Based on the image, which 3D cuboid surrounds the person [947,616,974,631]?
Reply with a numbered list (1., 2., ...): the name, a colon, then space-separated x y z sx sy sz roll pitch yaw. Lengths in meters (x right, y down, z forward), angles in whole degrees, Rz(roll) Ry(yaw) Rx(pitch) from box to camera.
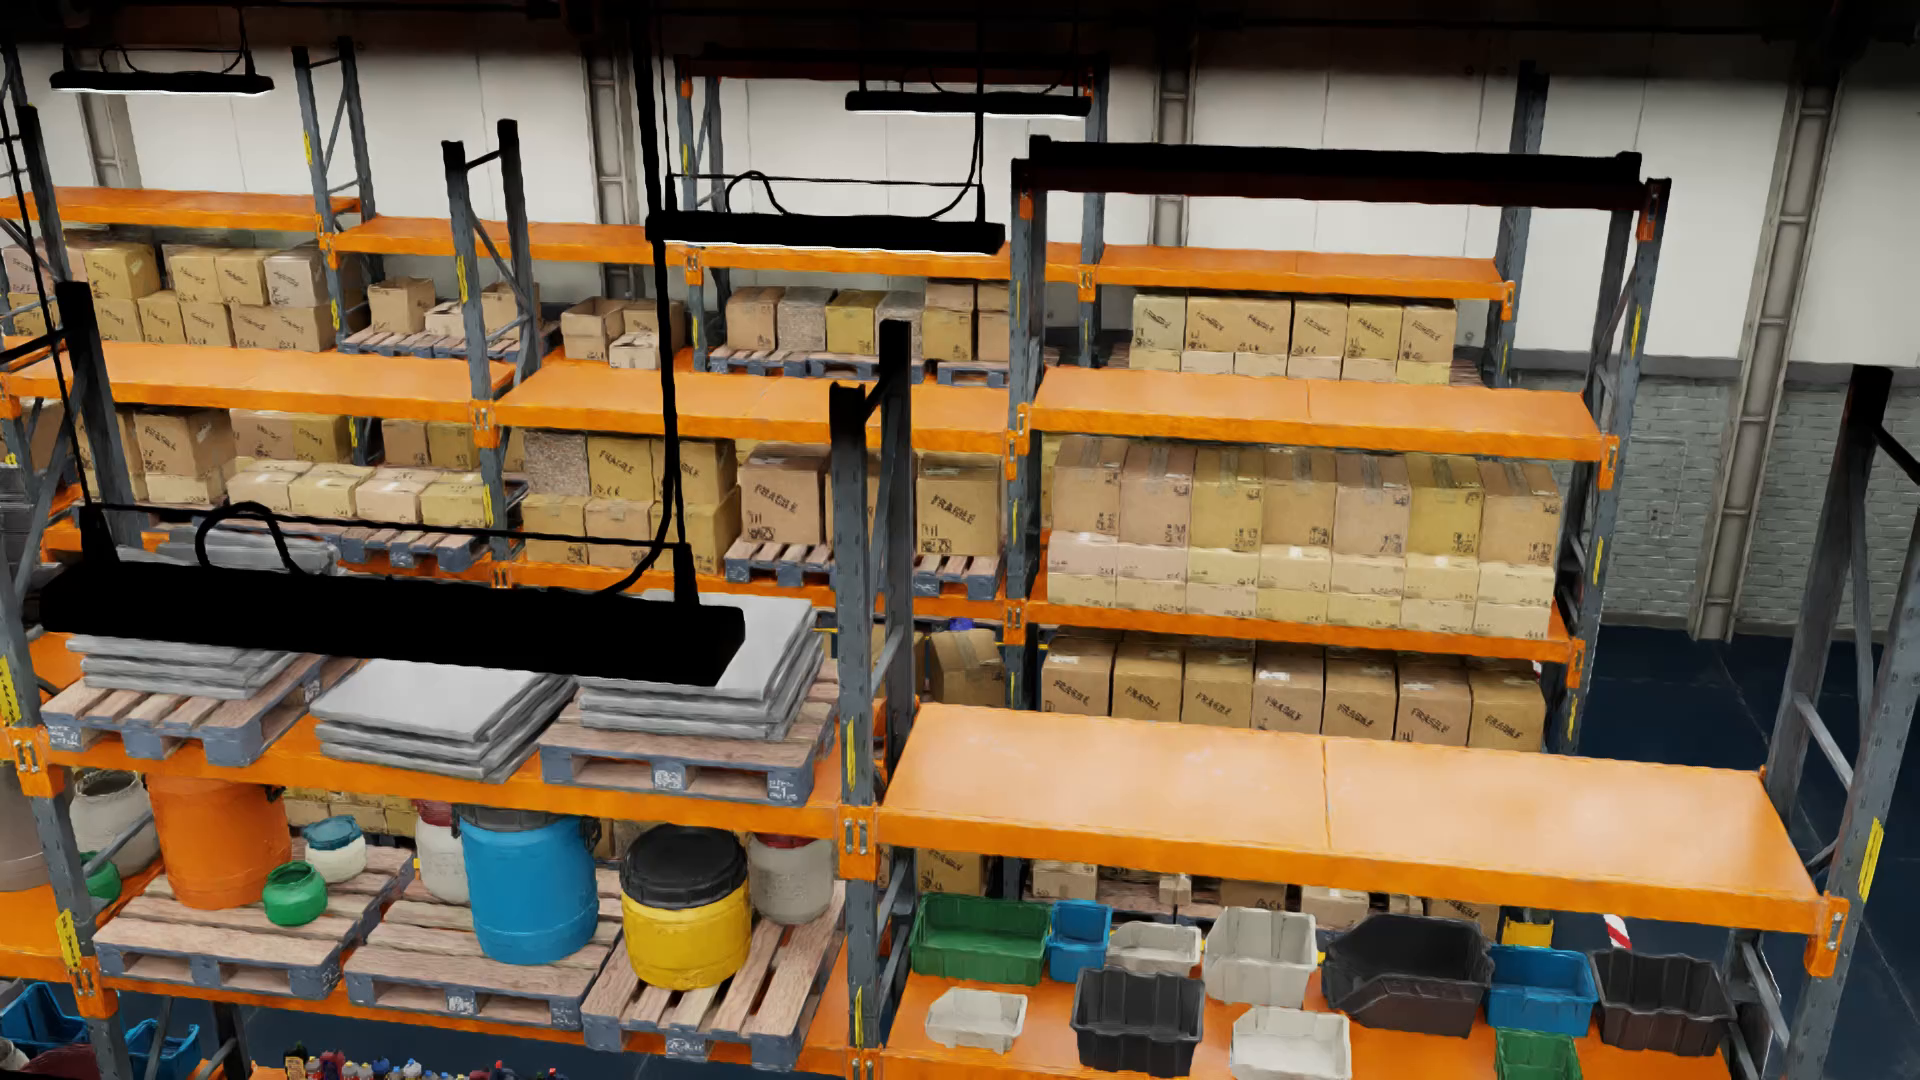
1. person: 0.025 1.190 15.496 1.088 1.574 0.447 5 23 11
